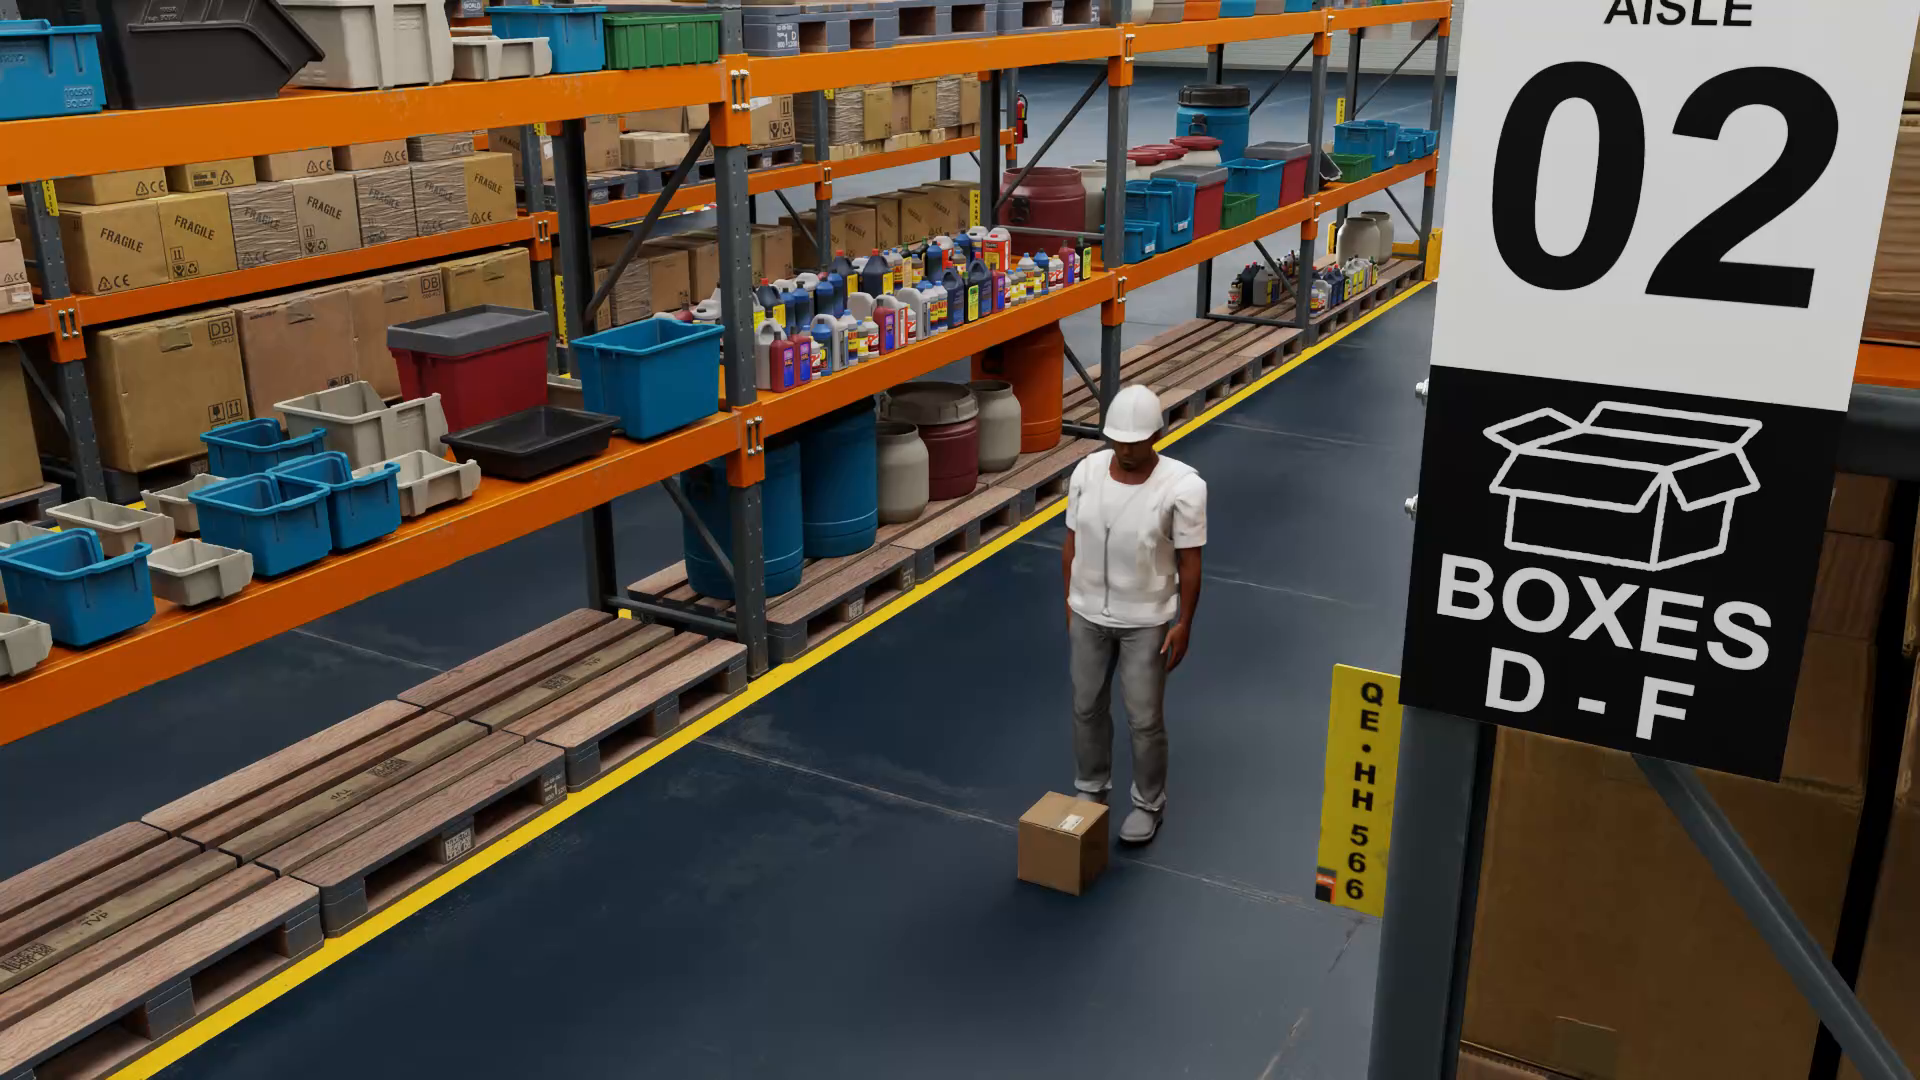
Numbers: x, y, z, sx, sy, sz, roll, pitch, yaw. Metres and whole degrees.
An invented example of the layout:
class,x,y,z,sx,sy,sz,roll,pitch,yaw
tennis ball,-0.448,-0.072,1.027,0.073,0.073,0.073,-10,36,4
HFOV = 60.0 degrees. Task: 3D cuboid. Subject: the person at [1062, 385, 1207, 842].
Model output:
class,x,y,z,sx,sy,sz,roll,pitch,yaw
person,0.628,0.277,6.250,0.566,1.761,0.368,11,22,29
